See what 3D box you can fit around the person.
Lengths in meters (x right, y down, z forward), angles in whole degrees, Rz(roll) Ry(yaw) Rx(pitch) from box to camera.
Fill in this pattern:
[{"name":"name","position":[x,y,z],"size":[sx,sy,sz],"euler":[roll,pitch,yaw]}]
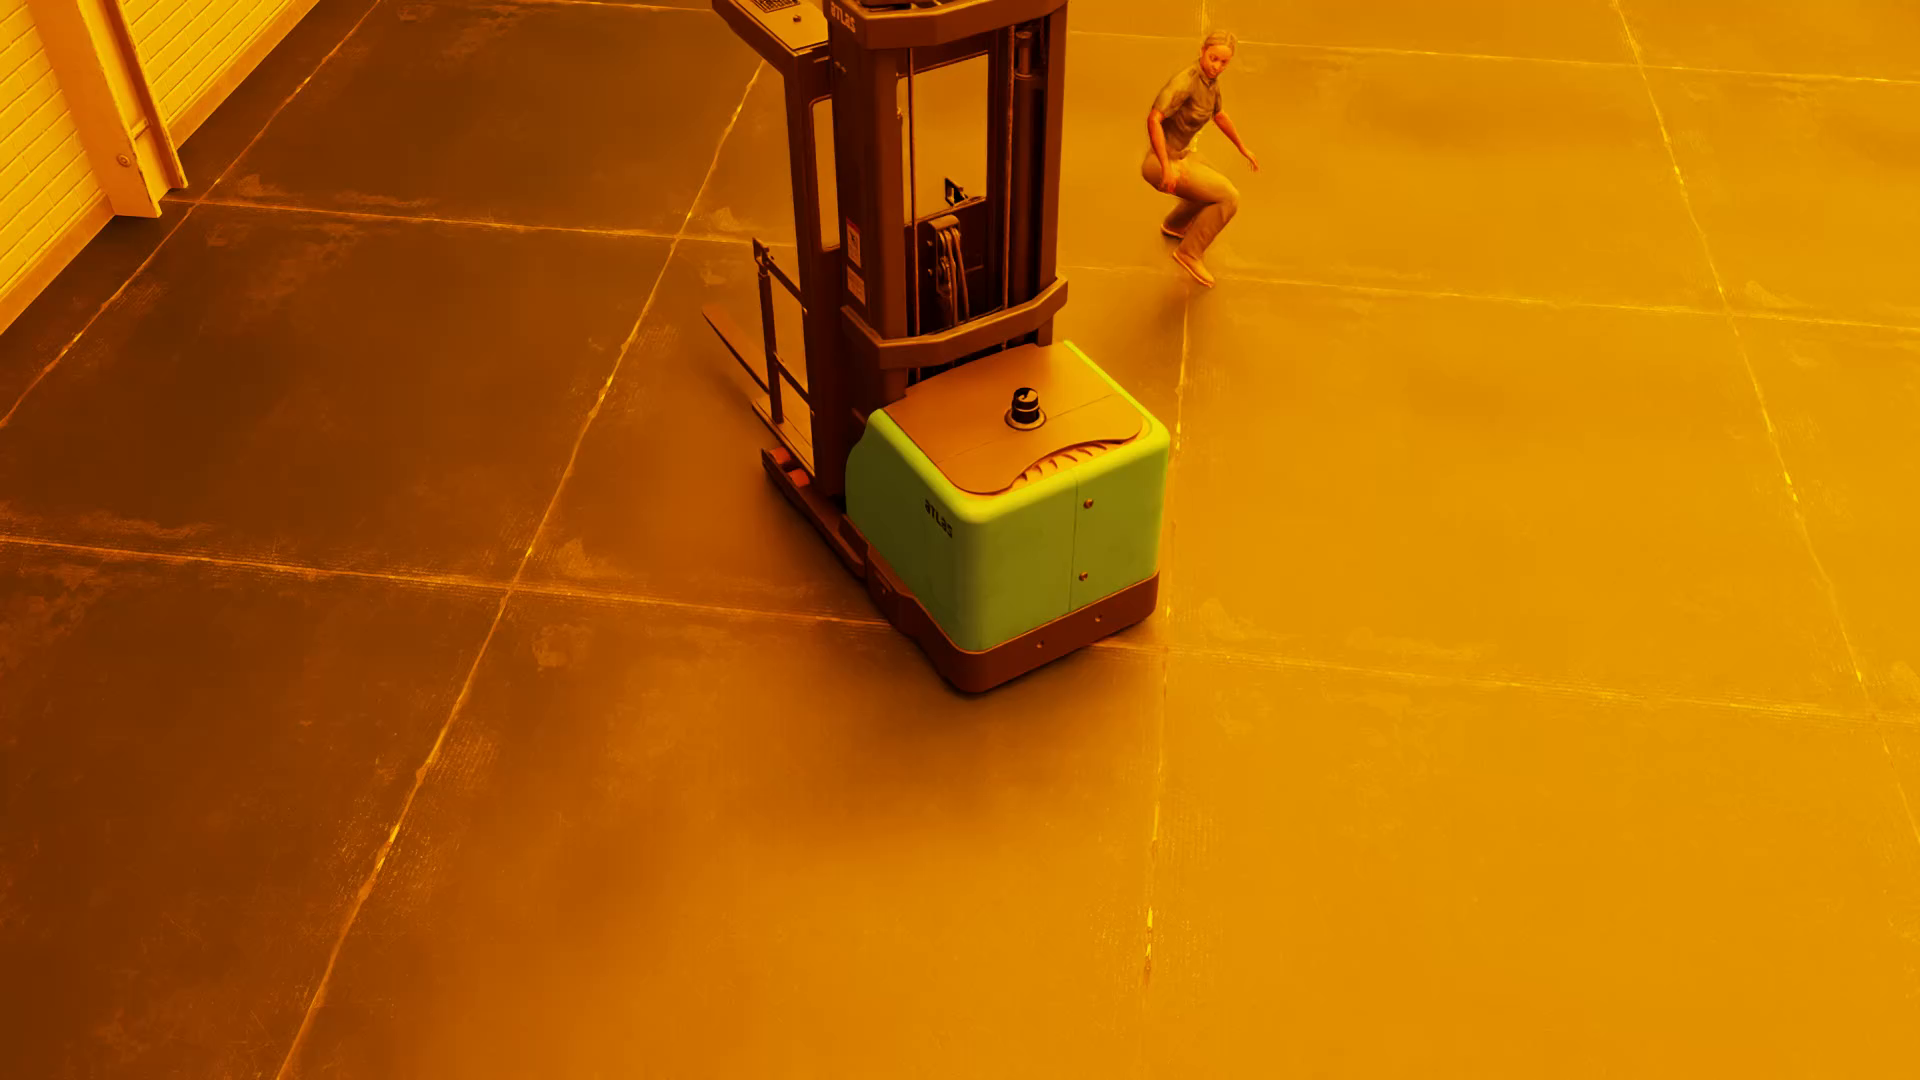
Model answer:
[{"name":"person","position":[1.321,-2.111,9.185],"size":[0.615,1.434,0.743],"euler":[12,44,12]}]

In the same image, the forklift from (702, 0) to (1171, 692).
[{"name":"forklift","position":[-0.315,-1.409,7.258],"size":[1.130,2.935,3.031],"euler":[-22,47,-23]}]
